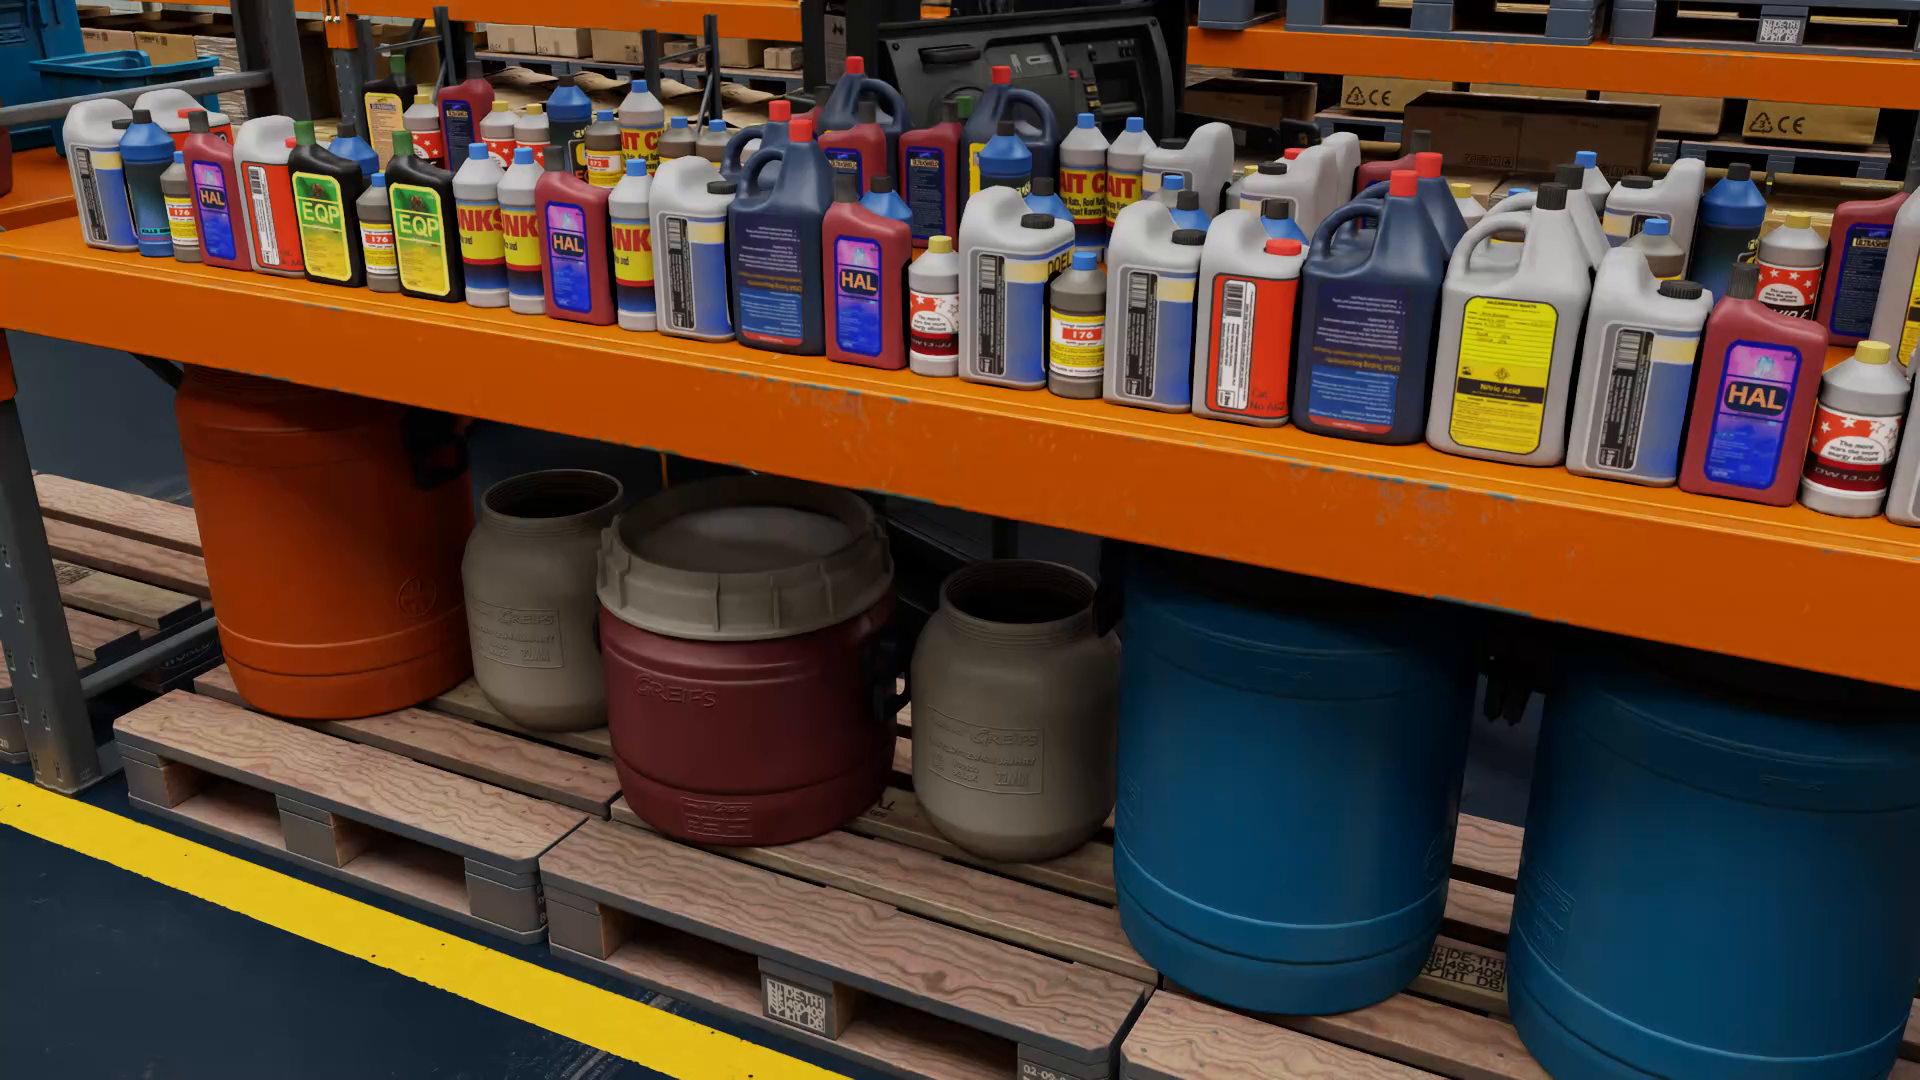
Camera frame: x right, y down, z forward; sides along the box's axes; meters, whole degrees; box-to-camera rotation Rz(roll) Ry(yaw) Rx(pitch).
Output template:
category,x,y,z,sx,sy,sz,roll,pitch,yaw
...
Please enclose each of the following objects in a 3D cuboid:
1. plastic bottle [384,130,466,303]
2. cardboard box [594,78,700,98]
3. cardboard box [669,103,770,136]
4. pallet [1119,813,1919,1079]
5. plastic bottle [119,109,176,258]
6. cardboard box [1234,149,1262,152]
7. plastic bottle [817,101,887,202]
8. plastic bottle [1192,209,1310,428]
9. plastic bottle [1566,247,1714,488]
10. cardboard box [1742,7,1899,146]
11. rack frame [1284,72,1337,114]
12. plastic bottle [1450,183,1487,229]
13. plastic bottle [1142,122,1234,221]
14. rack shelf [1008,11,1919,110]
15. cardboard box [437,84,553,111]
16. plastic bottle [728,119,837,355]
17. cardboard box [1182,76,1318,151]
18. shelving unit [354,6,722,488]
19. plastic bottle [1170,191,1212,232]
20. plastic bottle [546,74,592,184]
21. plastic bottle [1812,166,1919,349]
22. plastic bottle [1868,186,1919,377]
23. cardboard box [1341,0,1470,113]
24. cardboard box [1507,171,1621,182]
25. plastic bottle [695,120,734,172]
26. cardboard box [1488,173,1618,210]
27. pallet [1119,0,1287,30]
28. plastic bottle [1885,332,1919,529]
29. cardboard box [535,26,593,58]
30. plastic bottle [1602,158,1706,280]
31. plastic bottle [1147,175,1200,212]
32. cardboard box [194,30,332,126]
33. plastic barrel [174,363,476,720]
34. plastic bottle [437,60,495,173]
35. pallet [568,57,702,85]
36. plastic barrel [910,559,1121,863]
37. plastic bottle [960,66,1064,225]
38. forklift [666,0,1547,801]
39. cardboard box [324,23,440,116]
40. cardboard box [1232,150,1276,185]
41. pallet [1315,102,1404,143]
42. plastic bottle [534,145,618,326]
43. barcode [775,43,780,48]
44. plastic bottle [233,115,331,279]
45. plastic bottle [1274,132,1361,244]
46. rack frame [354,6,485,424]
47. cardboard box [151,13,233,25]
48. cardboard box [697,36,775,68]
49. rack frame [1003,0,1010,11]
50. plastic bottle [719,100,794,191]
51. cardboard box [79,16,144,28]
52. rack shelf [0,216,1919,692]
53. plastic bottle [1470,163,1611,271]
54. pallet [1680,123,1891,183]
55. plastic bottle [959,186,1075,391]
category,x,y,z,sx,sy,sz,roll,pitch,yaw
plastic bottle,-0.924,-0.562,2.887,0.133,0.283,0.061,11,25,25
cardboard box,-1.811,-2.438,9.411,0.500,0.311,0.500,11,25,24
cardboard box,-1.138,-2.068,8.541,0.500,0.311,0.500,11,25,24
pallet,1.018,0.872,2.930,1.213,0.211,1.003,11,25,25
plastic bottle,-1.551,-0.688,3.200,0.097,0.271,0.097,0,23,0
cardboard box,1.297,-1.665,7.965,0.500,0.500,0.500,12,26,27
plastic bottle,-0.209,-0.706,3.226,0.133,0.283,0.061,11,25,25
plastic bottle,0.414,-0.314,2.313,0.135,0.276,0.152,11,25,25
plastic bottle,0.864,-0.225,2.104,0.135,0.276,0.152,11,25,25
cardboard box,5.519,-2.994,10.668,0.750,0.750,0.750,12,26,25
rack frame,2.588,-4.427,11.827,0.127,3.000,1.000,11,25,25
plastic bottle,0.855,-0.513,2.877,0.097,0.201,0.097,0,23,0
plastic bottle,0.413,-0.623,3.040,0.135,0.276,0.152,11,25,25
rack shelf,2.141,-2.012,7.067,4.000,0.370,1.077,11,25,25
cardboard box,-2.513,-2.338,9.176,0.500,0.311,0.500,11,25,24
plastic bottle,-0.263,-0.480,2.610,0.185,0.351,0.144,11,25,25
cardboard box,1.349,-2.002,7.798,0.500,0.250,0.500,12,26,27
shelving unit,-1.373,-1.023,5.738,1.083,1.500,0.587,6,24,15
plastic bottle,0.333,-0.382,2.480,0.097,0.271,0.097,0,23,0
plastic bottle,-0.854,-0.883,3.659,0.097,0.271,0.097,0,23,0
plastic bottle,1.434,-0.444,2.611,0.133,0.283,0.061,11,25,25
plastic bottle,1.484,-0.420,2.469,0.185,0.351,0.144,11,25,25
cardboard box,3.185,-3.455,11.752,0.750,0.750,0.750,11,25,24
cardboard box,2.680,-1.394,7.326,0.500,0.500,0.500,12,26,25
plastic bottle,-0.507,-0.782,3.511,0.097,0.201,0.097,0,23,0
cardboard box,2.471,-1.208,6.889,0.500,0.500,0.500,12,26,25
pallet,0.993,-2.513,7.571,1.003,0.211,1.213,11,25,25
plastic bottle,1.190,-0.160,1.952,0.135,0.276,0.152,11,25,25
cardboard box,-3.466,-4.550,14.991,0.500,0.311,0.500,14,27,29
plastic bottle,1.120,-0.483,2.711,0.135,0.276,0.152,11,25,25
plastic bottle,0.373,-0.542,2.944,0.097,0.201,0.097,0,23,0
cardboard box,-4.167,-2.773,9.957,0.500,0.500,0.500,11,25,25
plastic barrel,-1.438,-0.081,3.844,0.708,0.830,0.600,11,25,25
plastic bottle,-1.123,-0.950,3.800,0.133,0.283,0.061,11,25,25
pallet,-2.690,-4.171,14.789,1.213,0.211,1.003,11,25,25
plastic barrel,0.114,0.333,3.276,0.421,0.512,0.421,0,23,0
plastic bottle,0.099,-0.721,3.176,0.185,0.351,0.144,11,25,25
forklift,0.336,-1.149,4.208,1.130,2.935,3.031,-17,28,-35
cardboard box,-3.486,-2.867,10.177,0.500,0.500,0.500,11,25,25
cardboard box,1.103,-1.478,7.524,0.500,0.500,0.500,10,25,23
pallet,3.257,-2.978,11.983,1.213,0.211,1.003,11,25,25
plastic bottle,-0.631,-0.504,2.751,0.133,0.283,0.061,11,25,25
barcode,-1.605,-4.311,14.545,0.075,0.075,0.001,11,25,25
plastic bottle,-1.229,-0.639,3.078,0.135,0.276,0.152,11,25,25
plastic bottle,0.620,-0.582,2.944,0.135,0.276,0.152,11,25,25
rack frame,-1.870,-1.079,5.871,0.032,1.500,0.500,6,24,15
cardboard box,-4.826,-3.131,10.798,0.500,0.500,0.500,11,25,25
cardboard box,-1.926,-4.355,14.289,0.500,0.500,0.500,9,25,21
rack frame,0.356,-2.696,7.757,0.127,3.000,1.000,11,25,25
plastic bottle,-0.315,-0.557,2.791,0.185,0.351,0.144,11,25,25
cardboard box,-5.506,-3.038,10.579,0.500,0.500,0.500,11,25,25
rack shelf,-0.097,-0.283,3.001,4.000,0.370,1.077,11,25,25
plastic bottle,0.785,-0.336,2.271,0.185,0.351,0.144,11,25,25
pallet,5.435,-2.547,10.970,1.213,0.211,1.003,11,25,25
plastic bottle,0.087,-0.378,2.465,0.135,0.276,0.152,11,25,25
